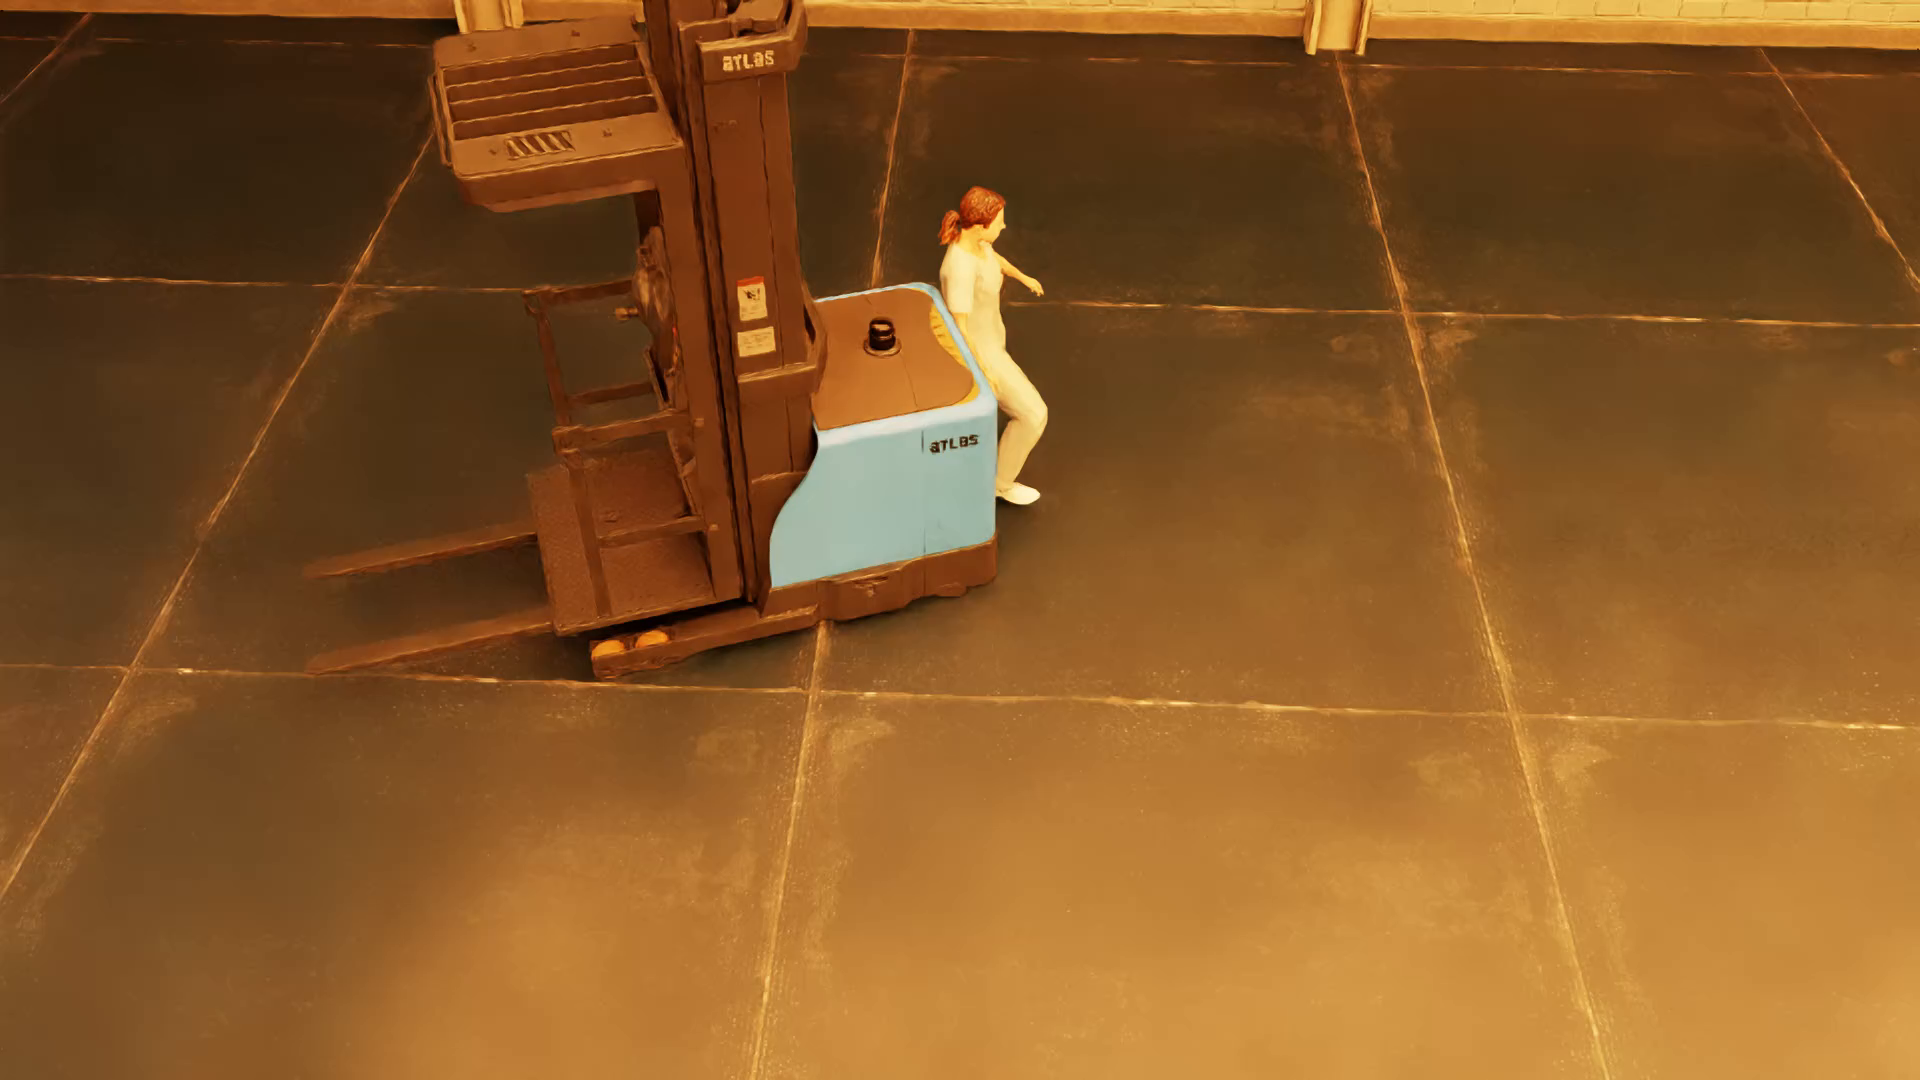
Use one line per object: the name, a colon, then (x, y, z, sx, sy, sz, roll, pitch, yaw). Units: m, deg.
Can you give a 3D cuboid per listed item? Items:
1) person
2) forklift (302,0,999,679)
person: (0.110, -0.978, 7.872, 0.687, 1.550, 0.860, 5, 43, 6)
forklift: (-1.401, -0.882, 6.709, 3.031, 2.935, 1.130, -12, 44, -13)
